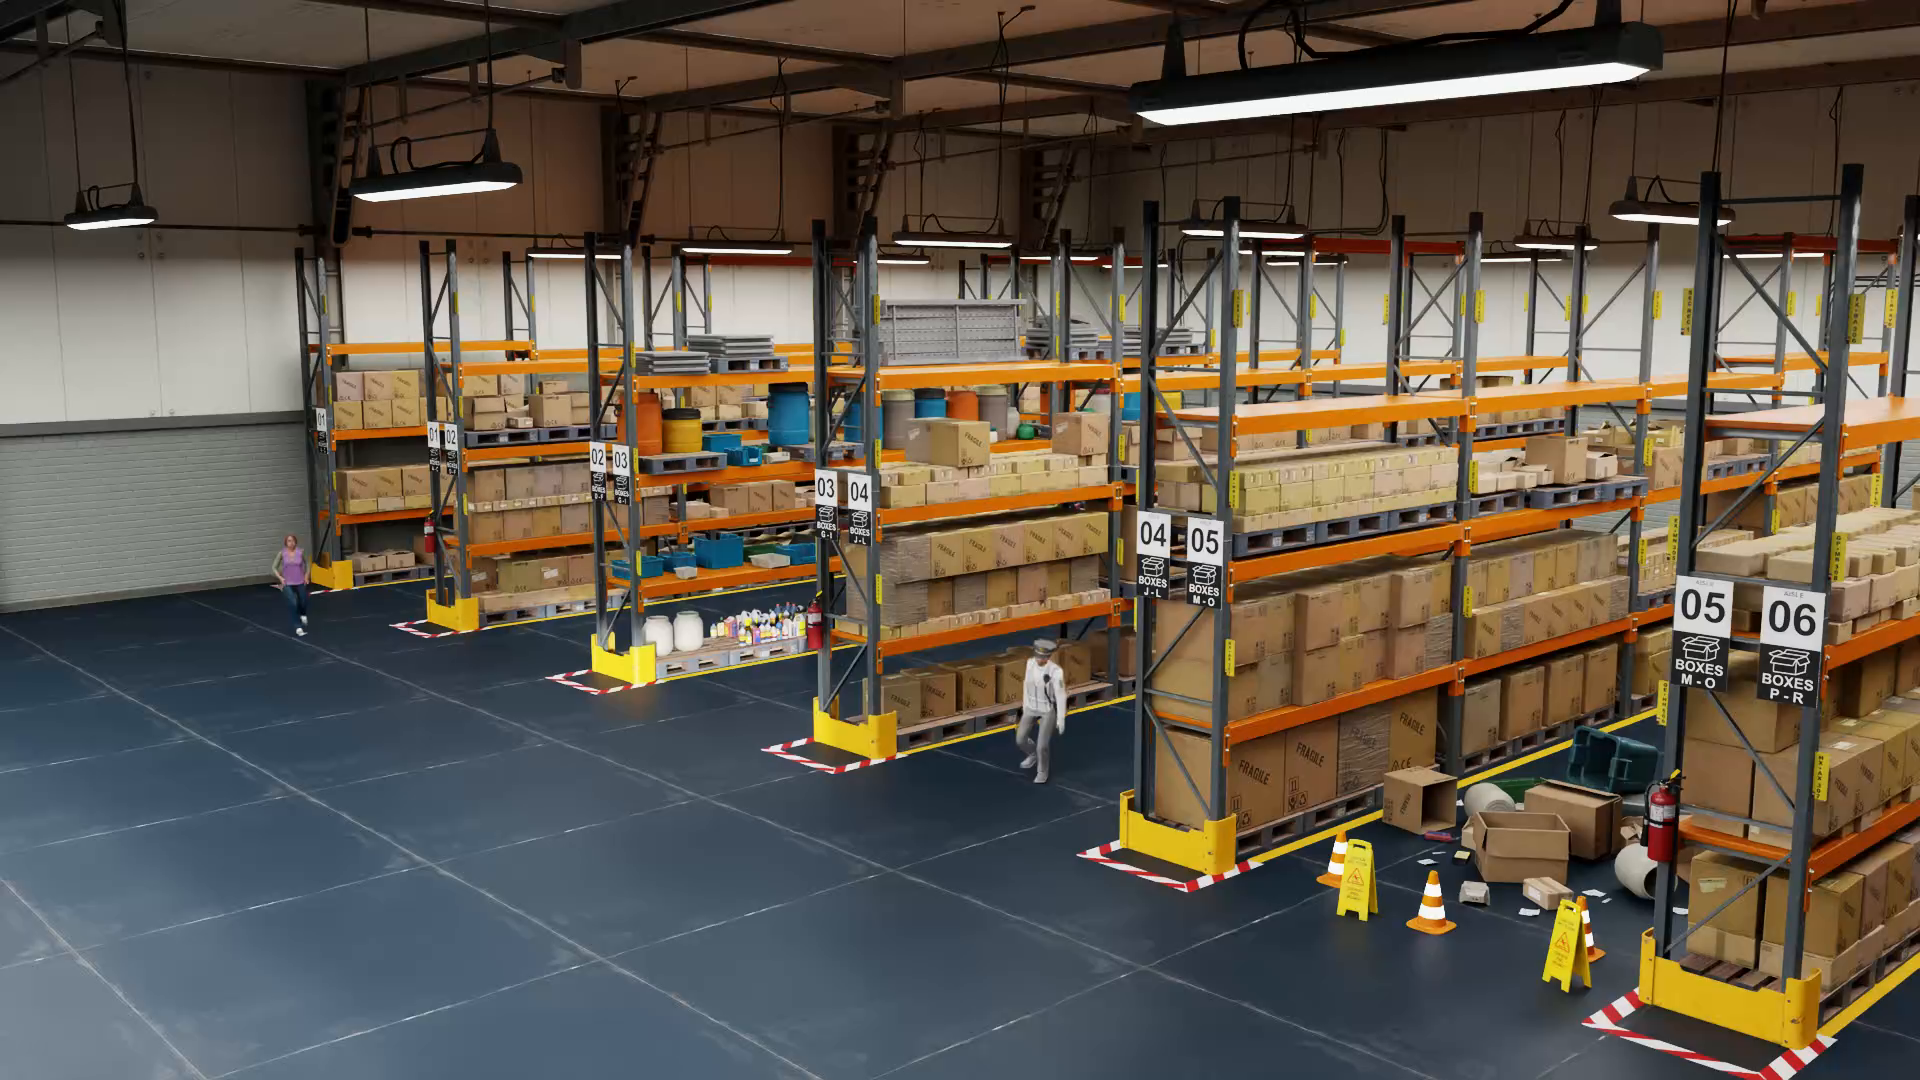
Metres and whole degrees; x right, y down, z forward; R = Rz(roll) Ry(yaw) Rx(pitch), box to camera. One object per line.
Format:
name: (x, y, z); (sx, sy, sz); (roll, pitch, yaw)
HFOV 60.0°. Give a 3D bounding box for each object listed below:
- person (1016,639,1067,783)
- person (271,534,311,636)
person: (0.873, 1.802, 17.620); (0.708, 1.590, 0.615); (5, 10, 32)
person: (-10.243, 0.672, 25.500); (0.563, 1.566, 0.546); (-4, 9, -27)
